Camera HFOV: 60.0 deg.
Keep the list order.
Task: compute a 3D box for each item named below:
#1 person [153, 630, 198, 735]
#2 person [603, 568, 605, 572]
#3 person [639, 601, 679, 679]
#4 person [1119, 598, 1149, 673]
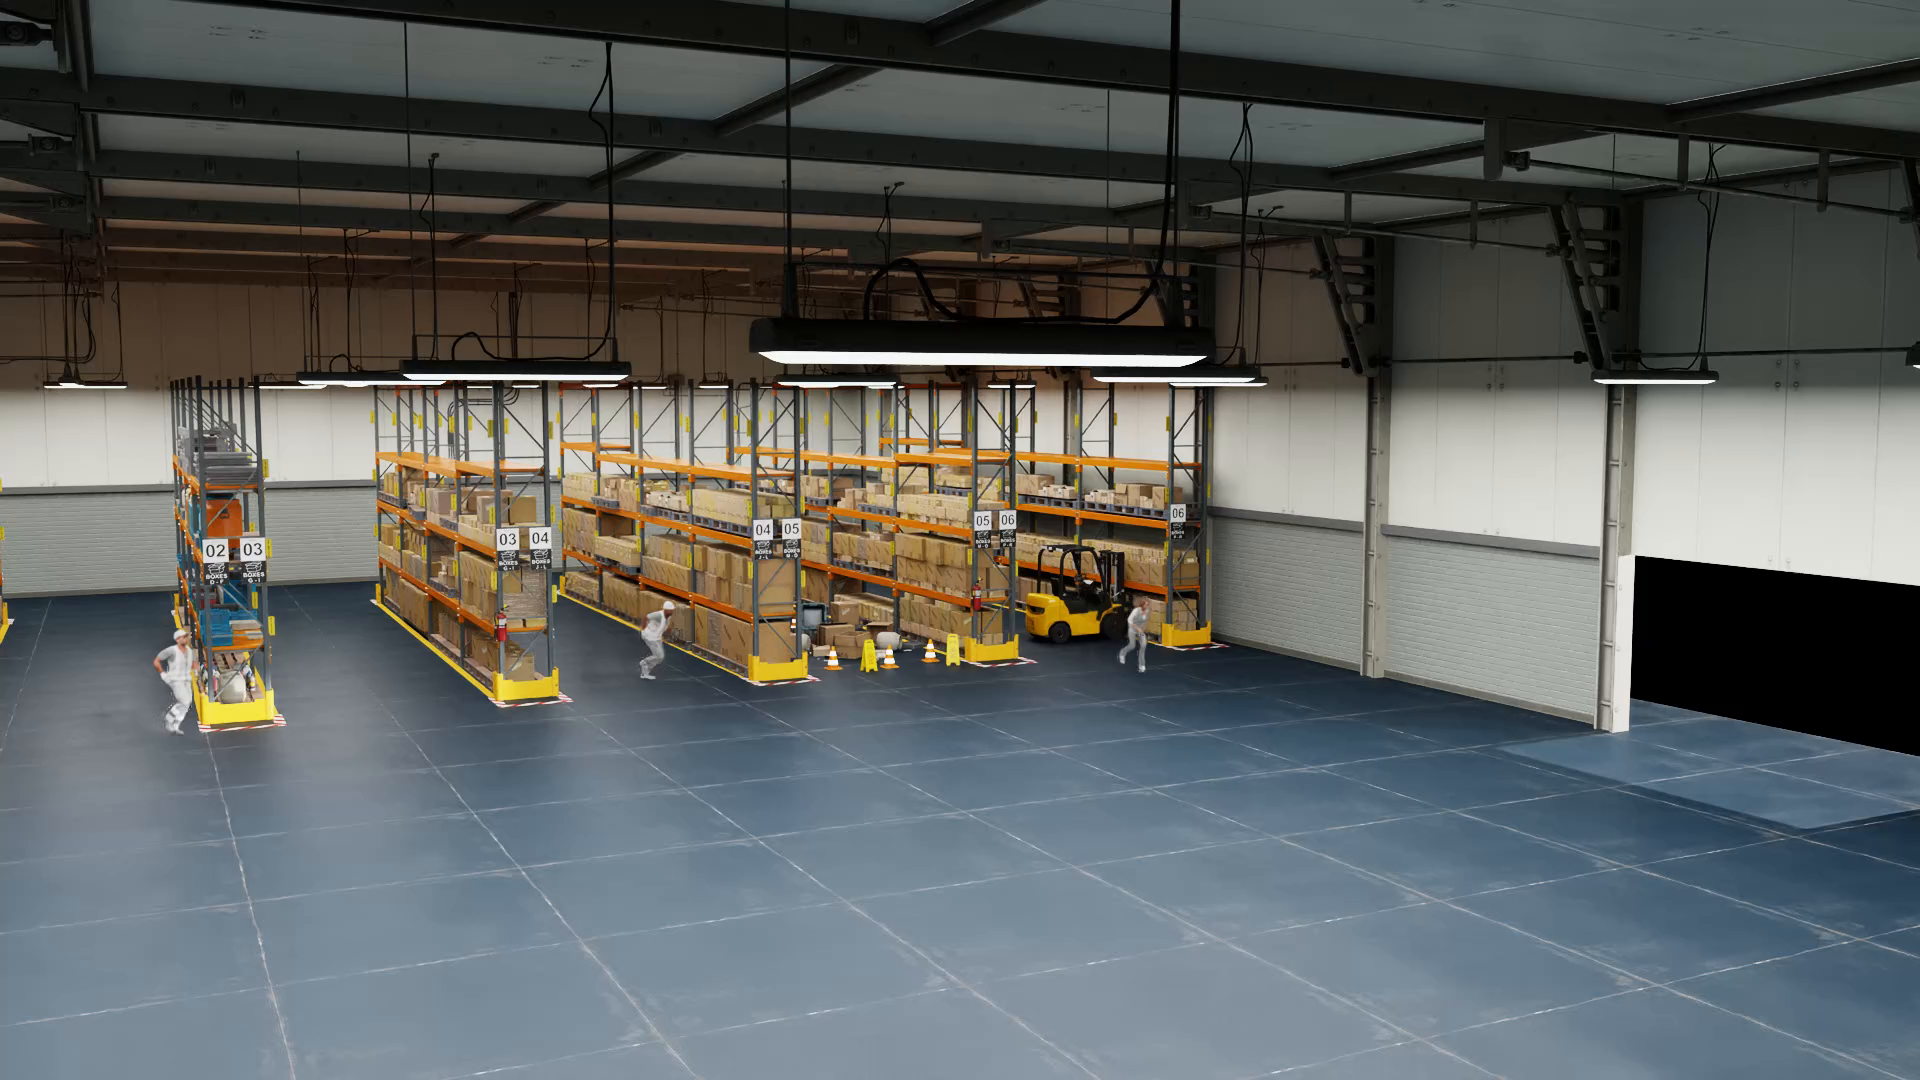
[{"bbox_3d":[-13.050,2.382,27.893,0.536,1.747,0.694,2,5,19],"label":"person"},{"bbox_3d":[-10.530,0.587,48.736,0.766,1.665,0.511,1,5,13],"label":"person"},{"bbox_3d":[-6.007,1.999,33.002,0.821,1.590,0.715,2,5,19],"label":"person"},{"bbox_3d":[3.594,1.931,34.333,0.573,1.546,0.917,-4,6,-35],"label":"person"}]
